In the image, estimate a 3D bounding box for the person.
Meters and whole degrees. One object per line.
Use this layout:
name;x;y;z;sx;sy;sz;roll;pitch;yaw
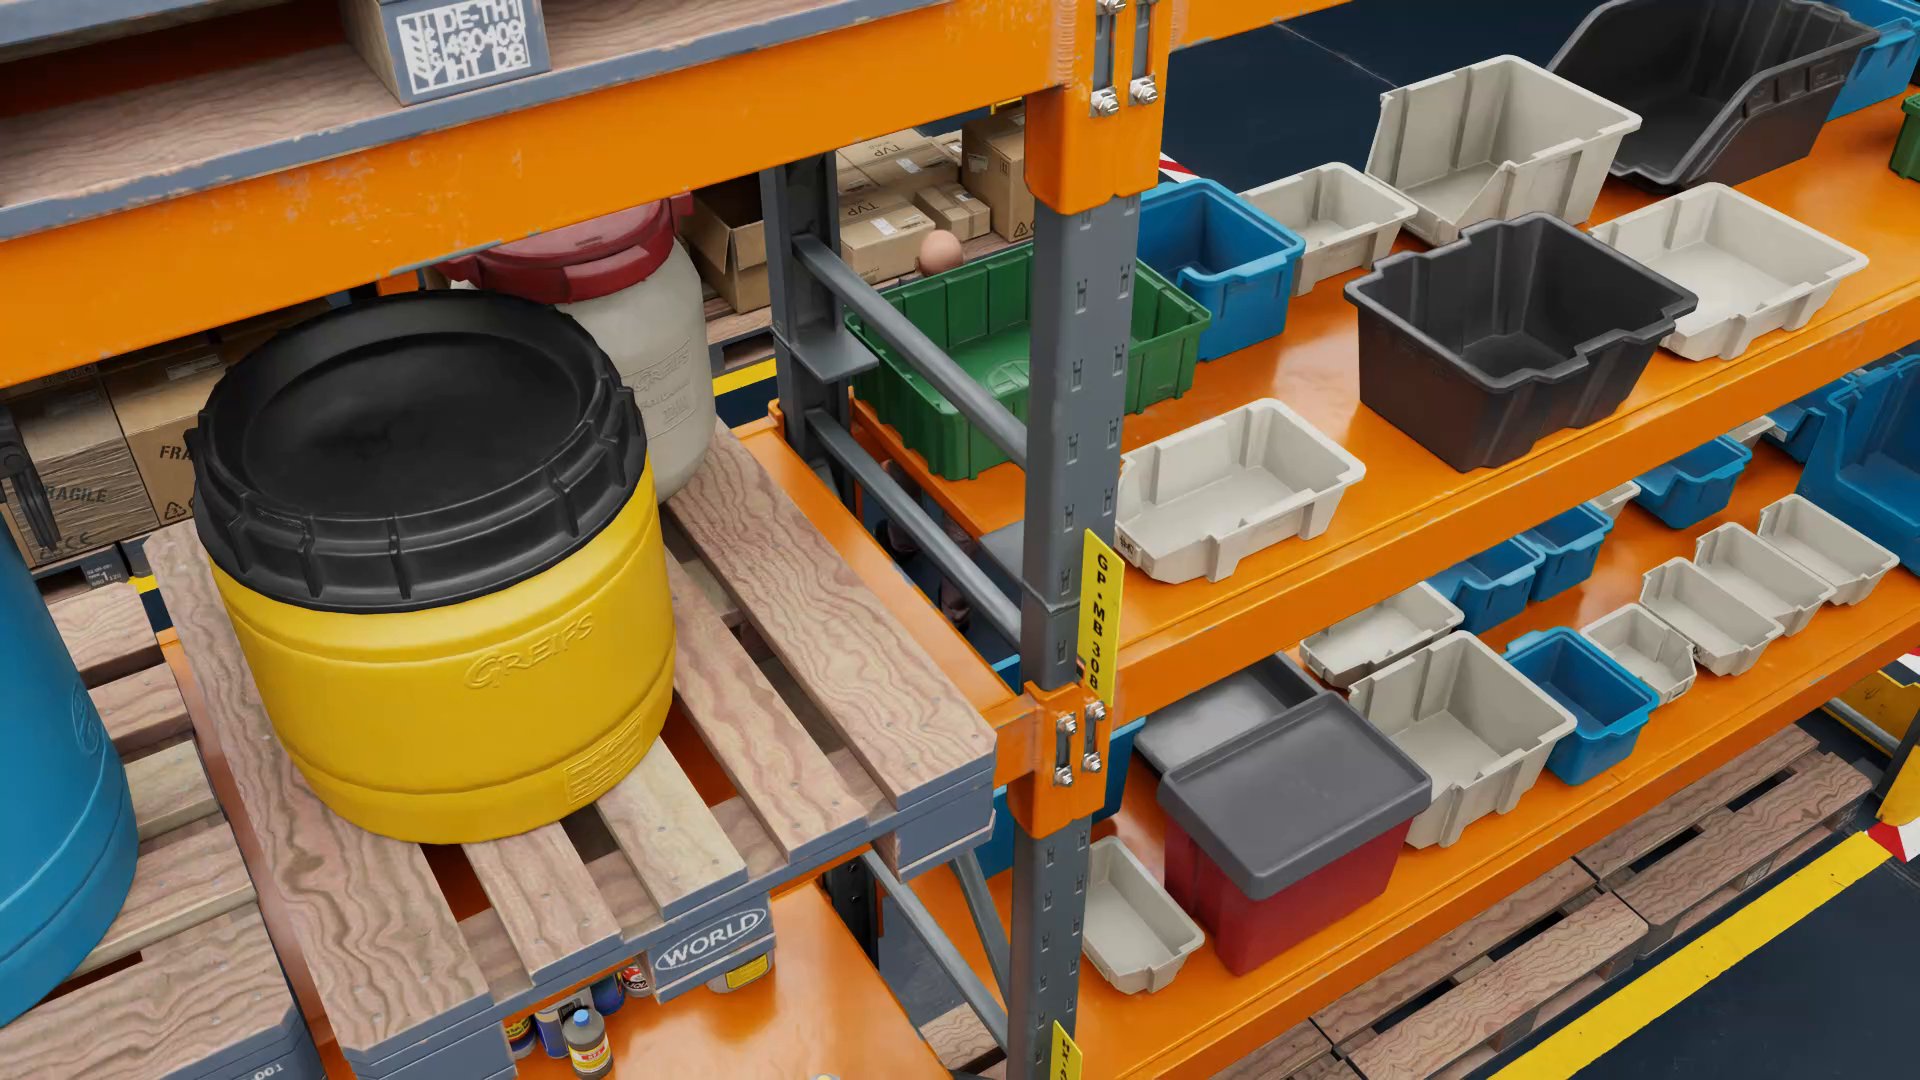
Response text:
person;-0.078;-0.477;6.728;0.559;1.702;0.827;-7;41;-8
